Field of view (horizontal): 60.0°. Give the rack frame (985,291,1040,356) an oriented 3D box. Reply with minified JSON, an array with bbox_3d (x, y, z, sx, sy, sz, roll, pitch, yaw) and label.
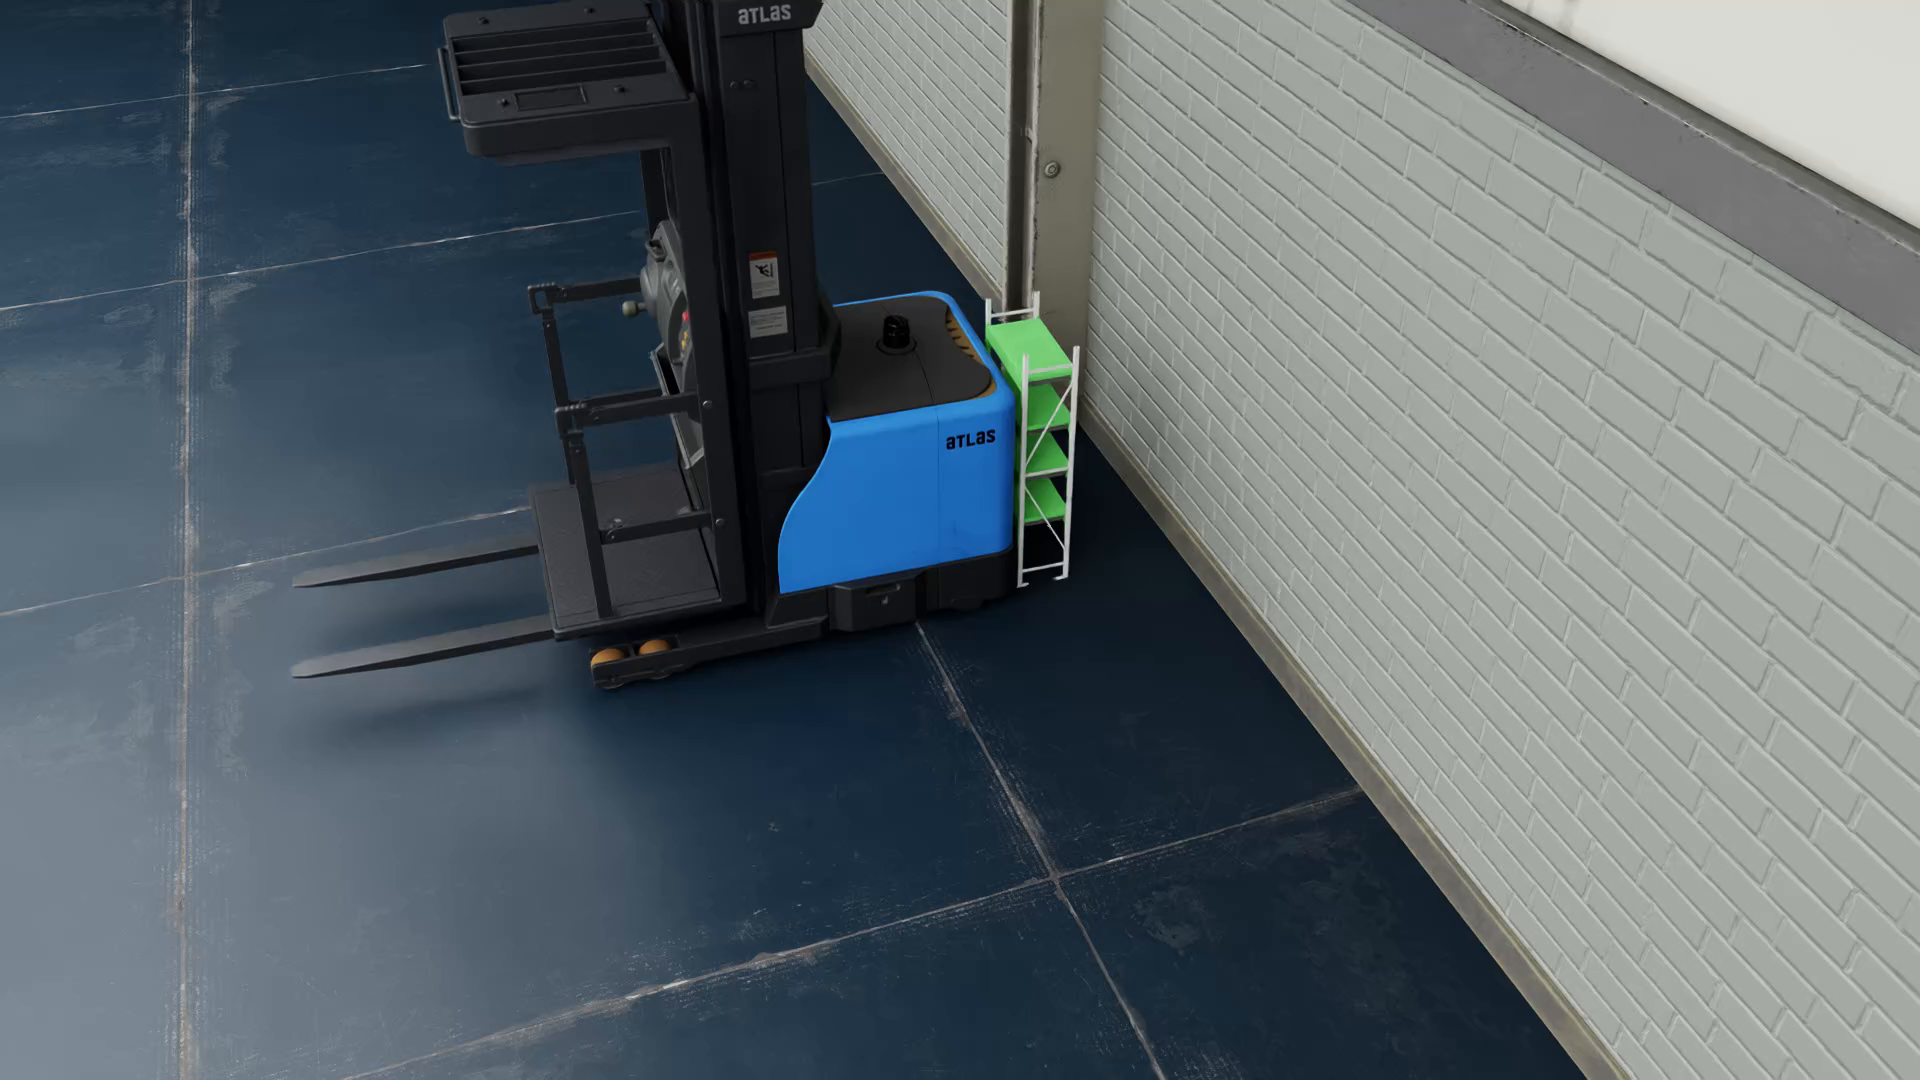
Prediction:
[{"bbox_3d":[0.226,-0.571,7.511,0.240,1.200,0.015,-11,38,-14],"label":"rack frame"}]

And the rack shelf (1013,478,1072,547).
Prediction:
[{"bbox_3d":[0.299,-0.188,7.508,0.258,0.148,0.480,-11,38,-14],"label":"rack shelf"}]

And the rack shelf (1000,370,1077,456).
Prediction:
[{"bbox_3d":[0.299,-0.572,7.219,0.258,0.148,0.480,-11,38,-14],"label":"rack shelf"}]

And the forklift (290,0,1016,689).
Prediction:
[{"bbox_3d":[-1.333,-0.909,6.521,3.031,2.935,1.130,-11,38,-14],"label":"forklift"}]

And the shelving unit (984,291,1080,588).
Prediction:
[{"bbox_3d":[0.299,-0.431,7.325,0.258,1.200,0.503,-11,38,-14],"label":"shelving unit"}]

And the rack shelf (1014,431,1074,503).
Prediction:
[{"bbox_3d":[0.299,-0.380,7.363,0.258,0.148,0.480,-11,38,-14],"label":"rack shelf"}]

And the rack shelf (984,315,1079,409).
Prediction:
[{"bbox_3d":[0.300,-0.764,7.075,0.258,0.148,0.480,-11,38,-14],"label":"rack shelf"}]

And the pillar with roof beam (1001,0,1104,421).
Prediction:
[{"bbox_3d":[-3.618,-3.404,4.789,9.100,9.000,0.400,-12,39,-16],"label":"pillar with roof beam"}]

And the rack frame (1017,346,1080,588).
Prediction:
[{"bbox_3d":[0.372,-0.291,7.139,0.240,1.200,0.015,-11,38,-14],"label":"rack frame"}]
